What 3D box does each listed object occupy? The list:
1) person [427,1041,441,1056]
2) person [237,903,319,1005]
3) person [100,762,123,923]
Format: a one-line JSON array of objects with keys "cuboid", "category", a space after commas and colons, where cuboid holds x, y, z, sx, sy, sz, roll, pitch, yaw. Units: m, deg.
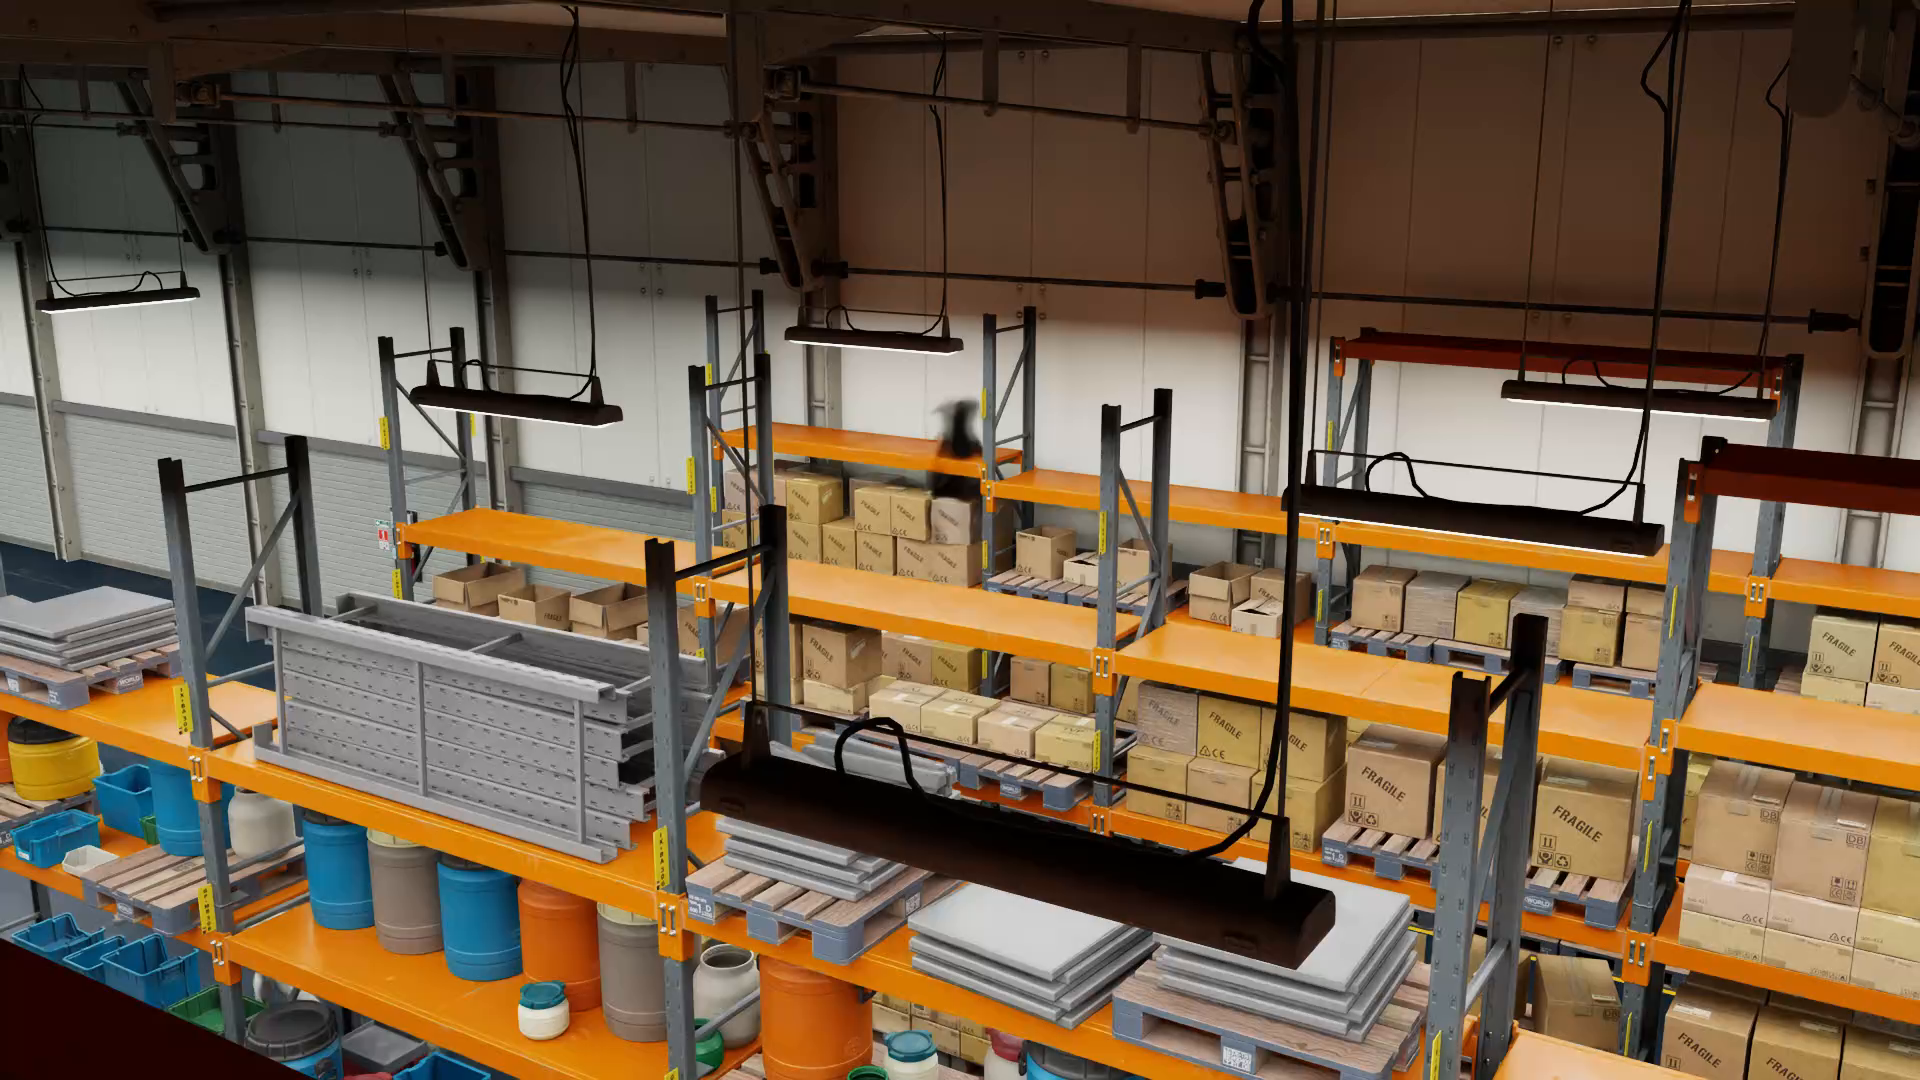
[{"cuboid": [-4.283, 4.053, 13.529, 0.690, 1.631, 0.490, 10, 17, 35], "category": "person"}, {"cuboid": [-6.249, 3.670, 15.069, 1.063, 1.588, 0.672, 6, 15, 25], "category": "person"}, {"cuboid": [-8.765, 3.089, 17.275, 0.979, 1.739, 0.716, -13, 19, -43], "category": "person"}]
